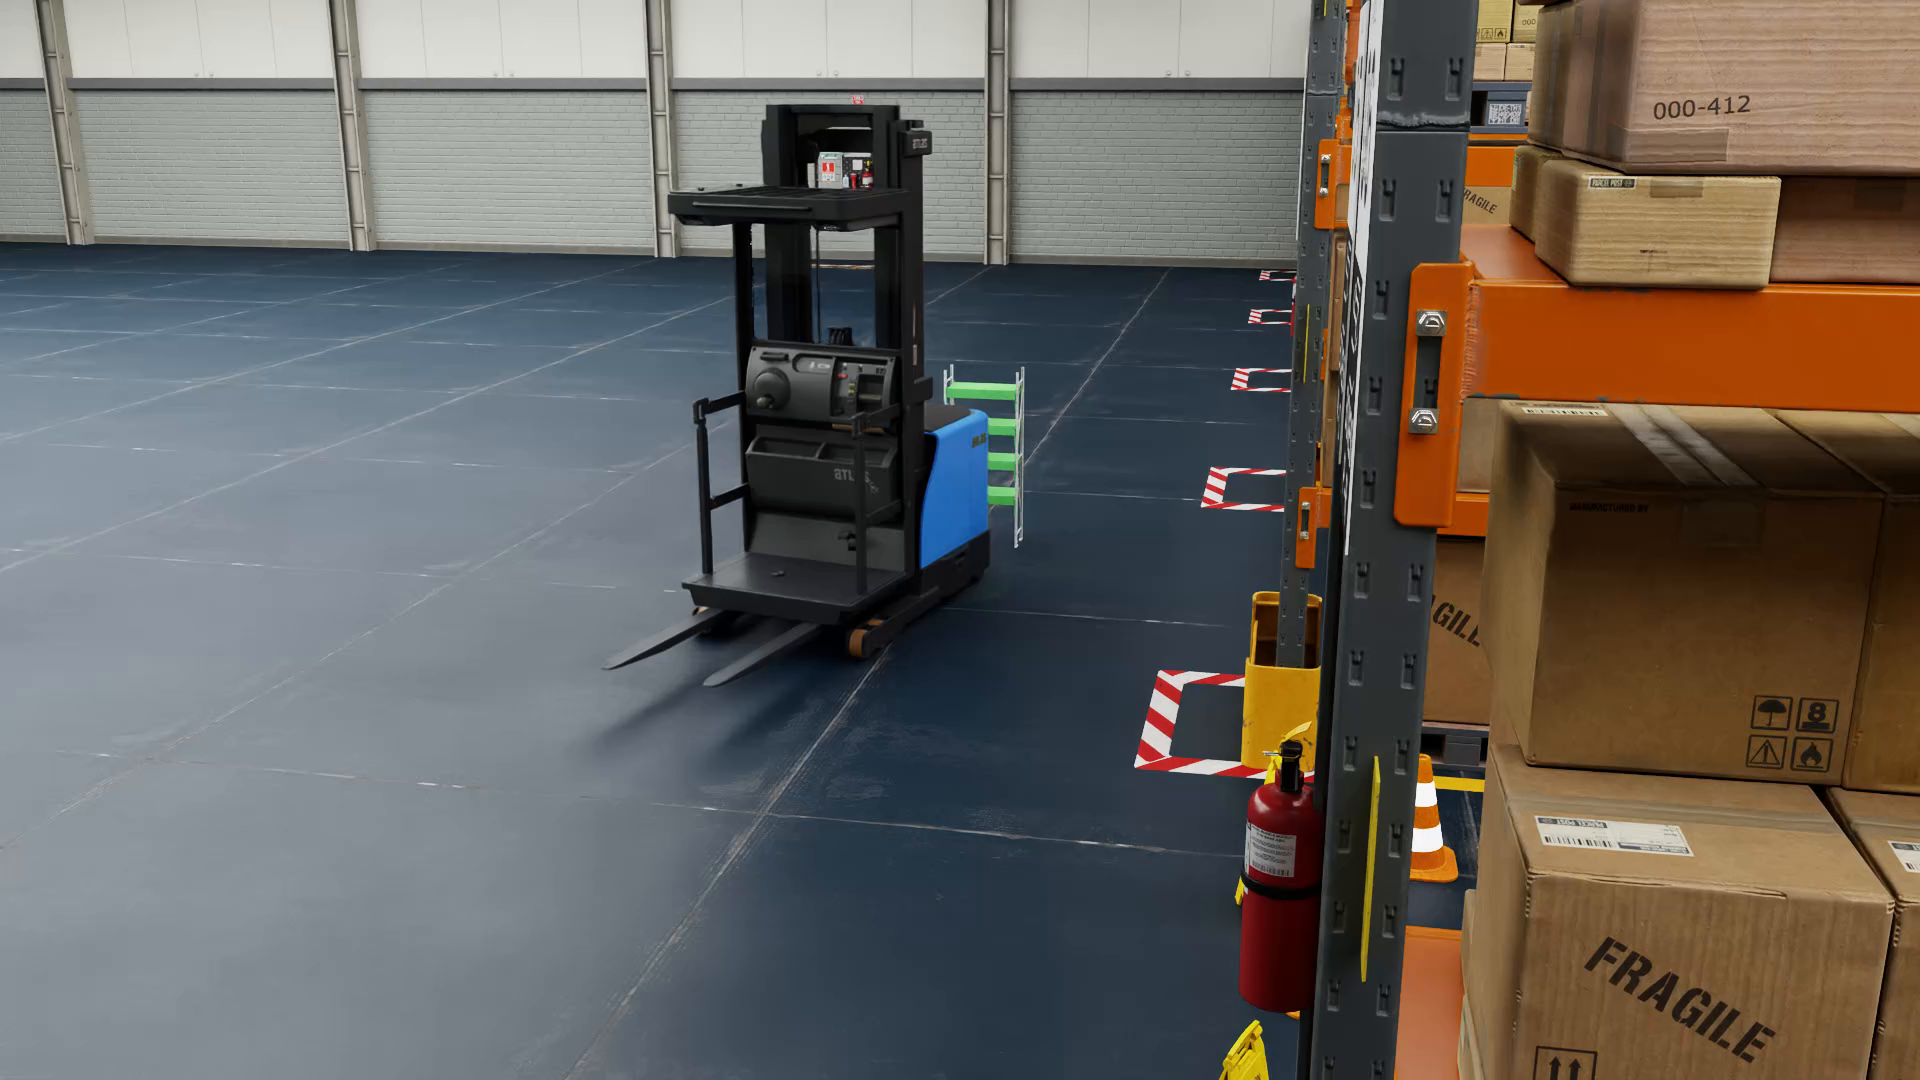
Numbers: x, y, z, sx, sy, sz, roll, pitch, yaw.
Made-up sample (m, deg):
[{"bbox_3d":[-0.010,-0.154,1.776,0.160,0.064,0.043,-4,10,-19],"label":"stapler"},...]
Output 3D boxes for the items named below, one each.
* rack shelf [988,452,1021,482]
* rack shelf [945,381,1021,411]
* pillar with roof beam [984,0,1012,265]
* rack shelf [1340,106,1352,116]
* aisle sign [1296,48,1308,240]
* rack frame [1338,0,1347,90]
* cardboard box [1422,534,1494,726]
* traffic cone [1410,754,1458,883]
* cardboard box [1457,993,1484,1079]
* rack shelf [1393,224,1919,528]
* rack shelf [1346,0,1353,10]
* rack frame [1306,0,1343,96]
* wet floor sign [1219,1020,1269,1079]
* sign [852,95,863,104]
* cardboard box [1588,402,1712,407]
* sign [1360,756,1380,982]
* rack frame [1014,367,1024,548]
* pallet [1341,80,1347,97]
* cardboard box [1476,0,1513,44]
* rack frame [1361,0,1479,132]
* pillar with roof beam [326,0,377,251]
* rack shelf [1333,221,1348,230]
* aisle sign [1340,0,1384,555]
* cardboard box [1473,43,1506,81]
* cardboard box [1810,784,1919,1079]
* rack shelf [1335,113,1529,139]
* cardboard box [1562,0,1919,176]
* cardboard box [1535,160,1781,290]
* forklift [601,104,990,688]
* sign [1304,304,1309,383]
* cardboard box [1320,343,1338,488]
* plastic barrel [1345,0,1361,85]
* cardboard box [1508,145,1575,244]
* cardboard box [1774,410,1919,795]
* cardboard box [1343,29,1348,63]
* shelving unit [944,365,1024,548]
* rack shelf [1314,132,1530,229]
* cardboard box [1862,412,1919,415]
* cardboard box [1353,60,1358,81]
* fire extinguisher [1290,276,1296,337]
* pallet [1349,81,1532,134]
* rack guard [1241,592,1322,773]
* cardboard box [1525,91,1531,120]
[{"bbox_3d":[0.162,-0.508,11.317,0.480,0.148,0.258,3,16,11],"label":"rack shelf"},{"bbox_3d":[0.162,-0.970,11.189,0.480,0.148,0.258,3,16,11],"label":"rack shelf"},{"bbox_3d":[-0.224,-7.987,23.470,0.400,9.000,9.100,3,16,11],"label":"pillar with roof beam"},{"bbox_3d":[5.641,-4.115,16.457,4.000,0.370,1.077,3,16,11],"label":"rack shelf"},{"bbox_3d":[1.478,-1.713,7.186,0.004,0.787,0.394,3,16,11],"label":"aisle sign"},{"bbox_3d":[2.694,-4.718,11.667,0.127,3.000,1.000,3,16,11],"label":"rack frame"},{"bbox_3d":[2.285,0.306,7.963,0.875,0.875,0.875,3,16,11],"label":"cardboard box"},{"bbox_3d":[1.844,1.088,6.699,0.334,0.463,0.336,3,16,11],"label":"traffic cone"},{"bbox_3d":[1.011,0.959,2.882,0.250,0.149,0.380,3,16,11],"label":"cardboard box"},{"bbox_3d":[2.679,-0.227,2.421,4.000,0.370,1.077,3,16,11],"label":"rack shelf"},{"bbox_3d":[6.632,-6.663,20.787,4.000,0.370,1.077,3,16,11],"label":"rack shelf"},{"bbox_3d":[1.607,-3.426,7.002,0.127,3.000,1.000,3,16,11],"label":"rack frame"},{"bbox_3d":[0.747,1.610,4.470,0.232,0.644,0.267,9,18,30],"label":"wet floor sign"},{"bbox_3d":[-1.768,-7.507,28.633,0.199,0.298,0.001,3,16,11],"label":"sign"},{"bbox_3d":[3.047,-0.513,7.444,0.550,0.550,0.875,3,16,11],"label":"cardboard box"},{"bbox_3d":[0.612,0.490,2.481,0.005,0.325,0.100,3,16,11],"label":"sign"},{"bbox_3d":[0.401,-0.556,11.253,0.015,1.200,0.240,3,16,11],"label":"rack frame"},{"bbox_3d":[5.360,-5.777,21.274,1.213,0.211,1.003,3,16,11],"label":"pallet"},{"bbox_3d":[2.029,-2.209,6.979,0.500,0.250,0.500,3,16,11],"label":"cardboard box"},{"bbox_3d":[0.720,-2.126,2.308,0.127,3.000,1.000,3,16,11],"label":"rack frame"},{"bbox_3d":[-11.983,-8.626,25.774,0.400,9.000,9.100,3,16,11],"label":"pillar with roof beam"},{"bbox_3d":[6.632,-3.965,21.534,4.000,0.370,1.077,3,16,11],"label":"rack shelf"},{"bbox_3d":[0.597,-0.409,2.481,0.004,0.787,0.394,3,16,11],"label":"aisle sign"},{"bbox_3d":[2.129,-1.994,6.950,0.250,0.149,0.380,3,16,12],"label":"cardboard box"},{"bbox_3d":[1.637,0.699,2.607,0.500,0.500,0.500,4,16,13],"label":"cardboard box"},{"bbox_3d":[4.654,-2.819,11.779,4.000,0.370,1.077,3,16,11],"label":"rack shelf"},{"bbox_3d":[1.159,-0.655,2.341,0.500,0.250,0.500,3,16,10],"label":"cardboard box"},{"bbox_3d":[0.980,-0.456,2.372,0.250,0.149,0.380,3,16,11],"label":"cardboard box"},{"bbox_3d":[-0.878,-0.889,9.212,1.130,2.935,3.031,7,17,23],"label":"forklift"},{"bbox_3d":[1.490,-0.845,7.154,0.005,0.325,0.100,3,16,11],"label":"sign"},{"bbox_3d":[1.980,-0.599,7.755,0.550,0.550,0.875,3,16,11],"label":"cardboard box"},{"bbox_3d":[4.183,-4.985,16.658,0.708,0.830,0.600,3,16,11],"label":"plastic barrel"},{"bbox_3d":[1.125,-0.613,2.938,0.250,0.149,0.380,3,16,11],"label":"cardboard box"},{"bbox_3d":[1.758,0.091,2.926,0.500,0.500,0.700,3,16,12],"label":"cardboard box"},{"bbox_3d":[5.985,-7.615,25.648,0.500,0.500,0.500,2,16,7],"label":"cardboard box"},{"bbox_3d":[0.162,-0.569,11.300,0.503,1.200,0.258,3,16,11],"label":"shelving unit"},{"bbox_3d":[3.567,-1.527,7.115,4.000,0.370,1.077,3,16,11],"label":"rack shelf"},{"bbox_3d":[4.114,-0.494,7.374,0.550,0.550,0.875,3,16,11],"label":"cardboard box"},{"bbox_3d":[2.918,-3.317,11.763,0.250,0.149,0.380,3,16,11],"label":"cardboard box"},{"bbox_3d":[2.674,-1.916,12.935,0.183,0.674,0.296,3,16,11],"label":"fire extinguisher"},{"bbox_3d":[2.336,-1.901,7.282,1.213,0.211,1.003,3,16,11],"label":"pallet"},{"bbox_3d":[1.583,0.669,8.142,0.348,0.500,1.175,3,16,11],"label":"rack guard"},{"bbox_3d":[4.106,-3.054,11.559,0.500,0.250,0.500,3,16,11],"label":"cardboard box"}]
